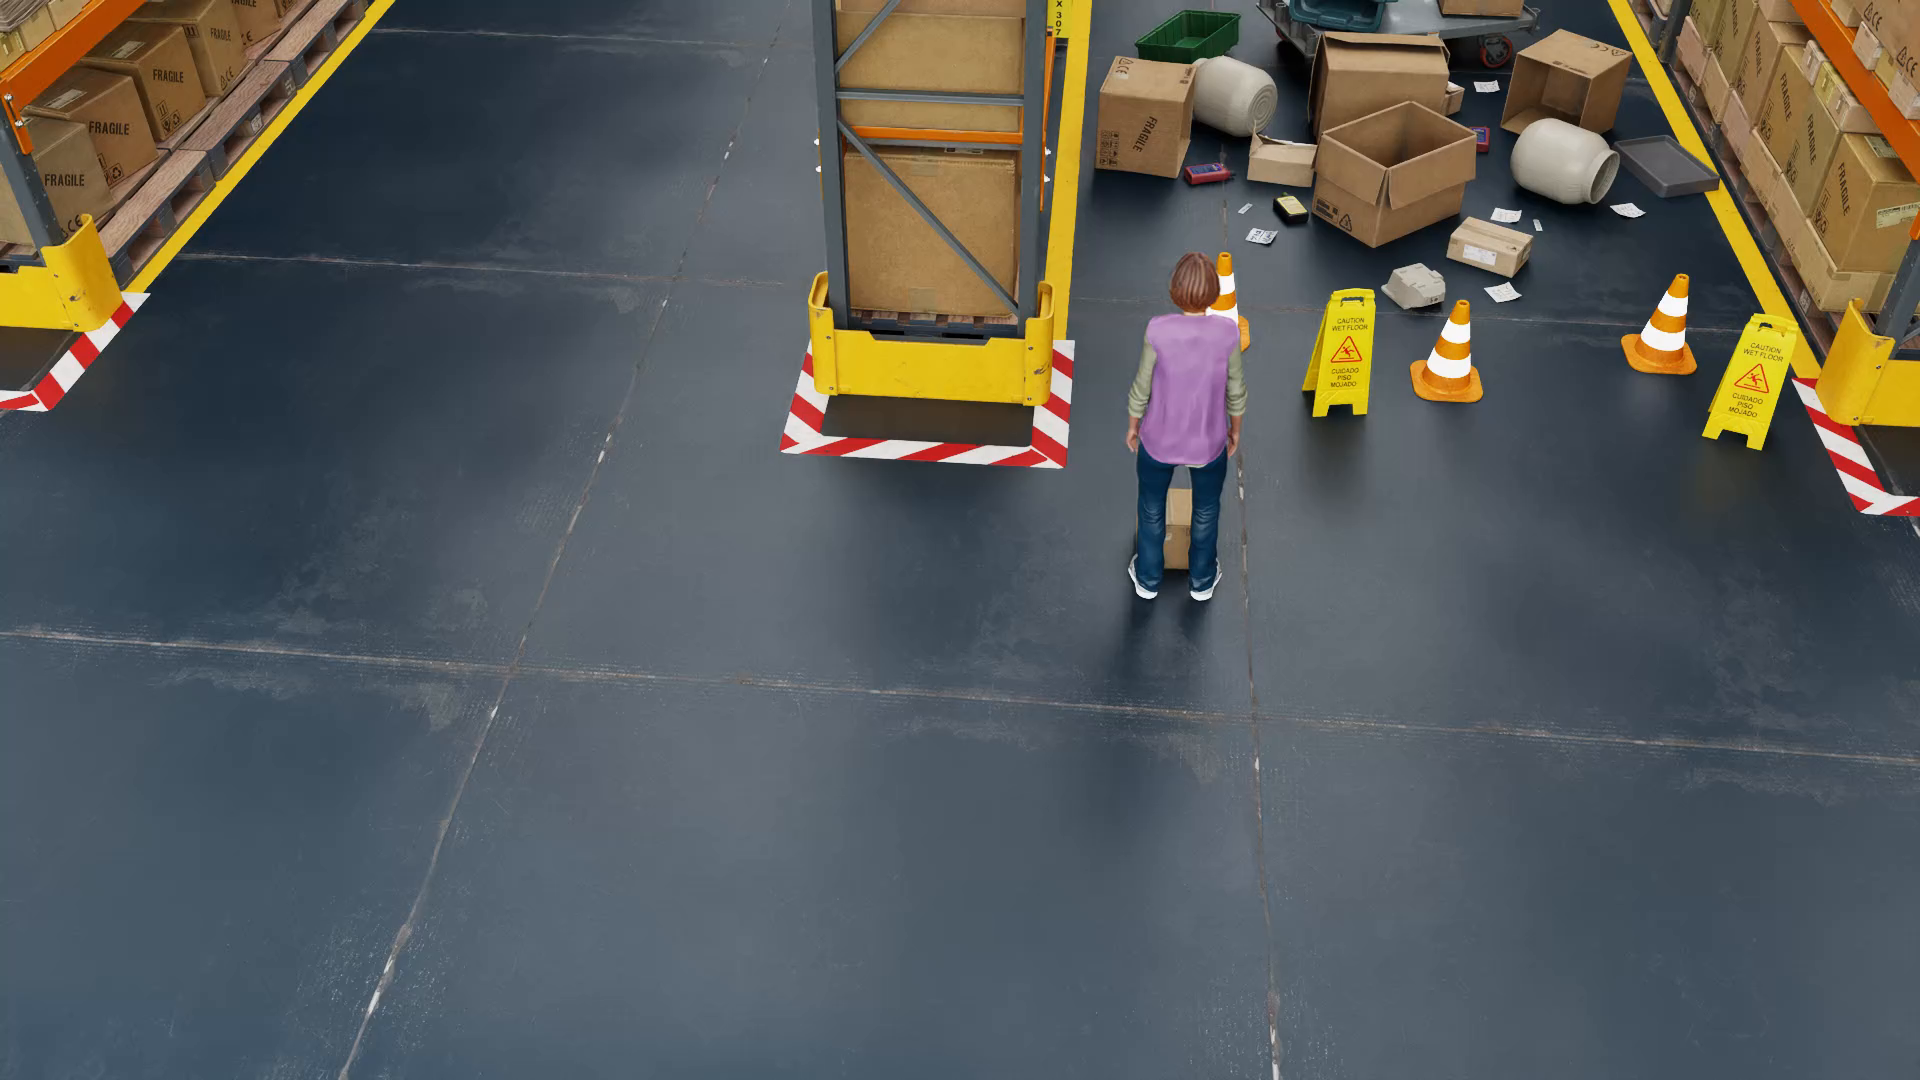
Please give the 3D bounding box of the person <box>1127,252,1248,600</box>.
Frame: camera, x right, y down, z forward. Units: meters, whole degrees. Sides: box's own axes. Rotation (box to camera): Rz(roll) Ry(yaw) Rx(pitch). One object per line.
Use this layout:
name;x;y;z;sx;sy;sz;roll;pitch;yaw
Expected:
person;0.893;-0.407;6.640;0.462;1.593;0.344;3;41;4
